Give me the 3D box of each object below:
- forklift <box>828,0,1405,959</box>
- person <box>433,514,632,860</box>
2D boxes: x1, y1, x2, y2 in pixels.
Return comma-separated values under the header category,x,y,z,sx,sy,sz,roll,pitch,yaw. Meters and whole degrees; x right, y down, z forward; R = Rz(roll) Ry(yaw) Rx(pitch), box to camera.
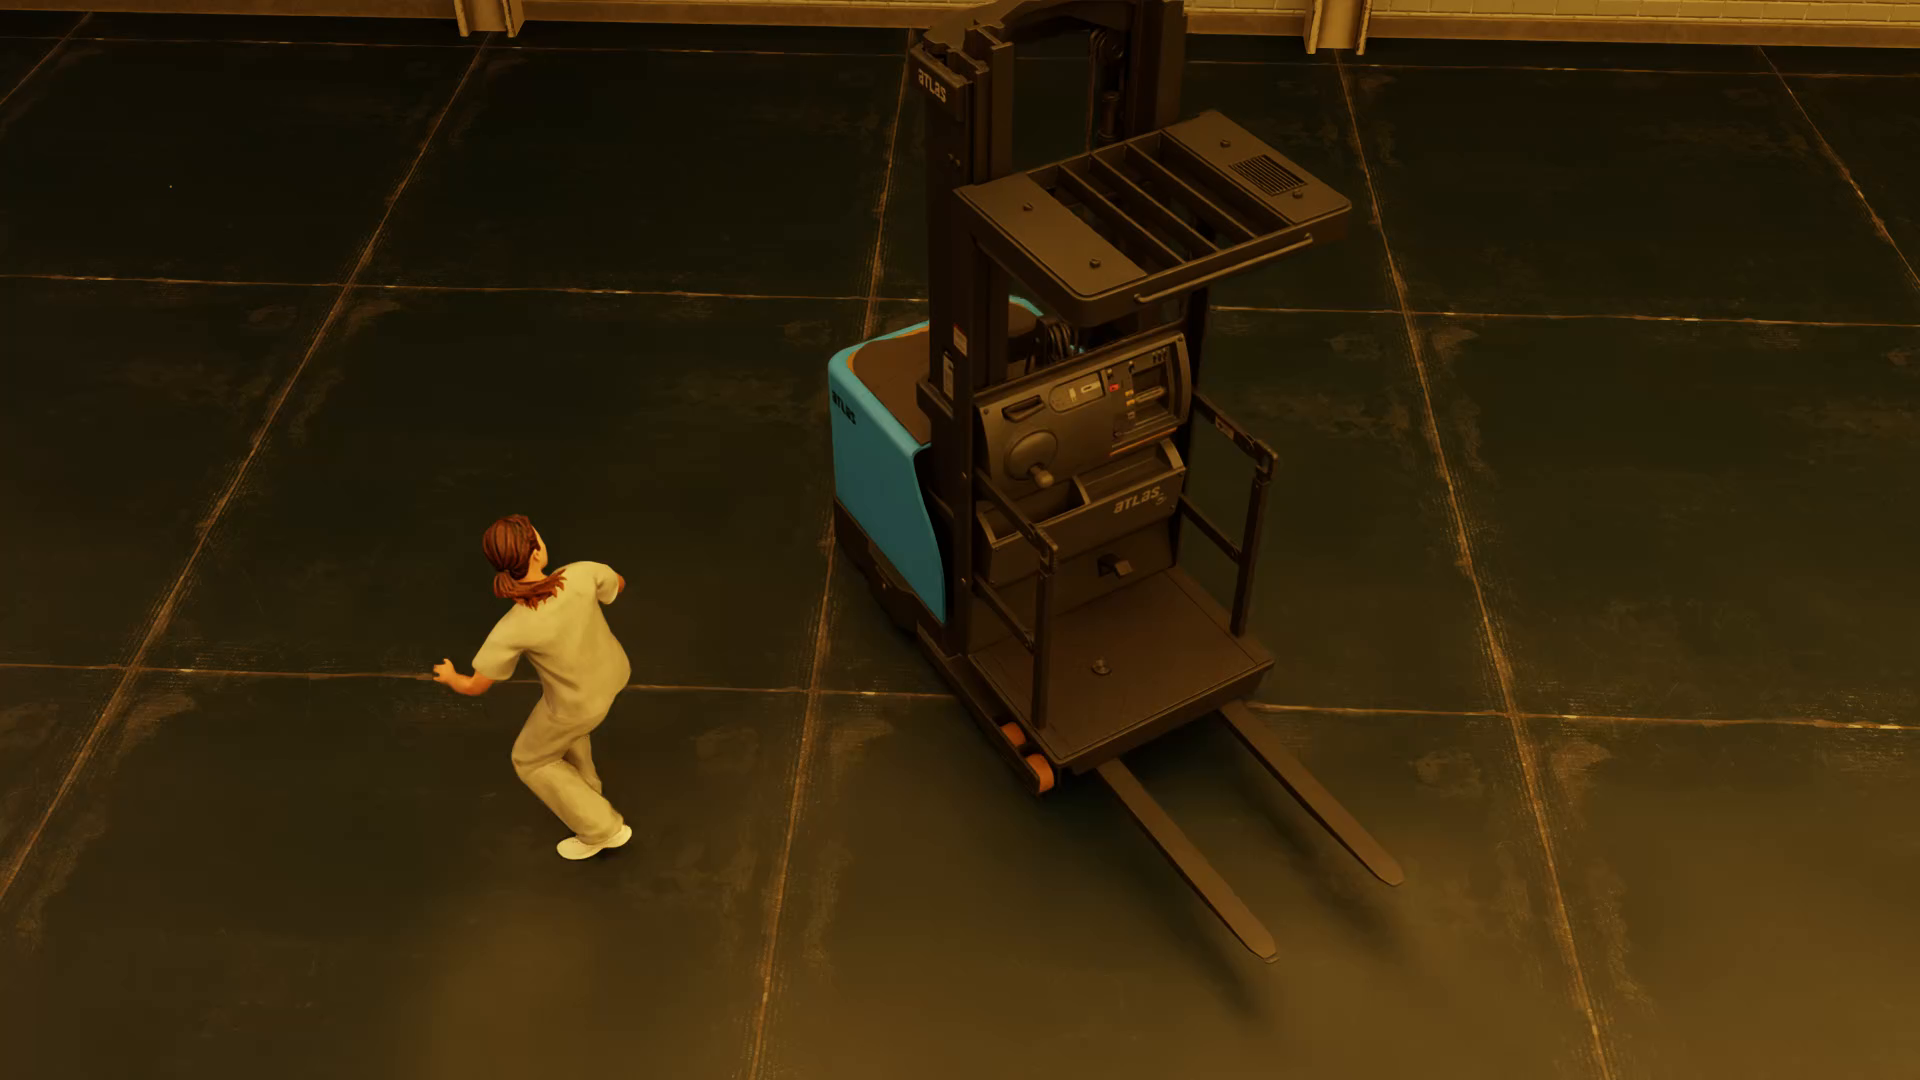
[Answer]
category,x,y,z,sx,sy,sz,roll,pitch,yaw
forklift,0.597,-0.410,6.192,1.130,2.935,3.031,-22,47,-22
person,-1.553,0.505,6.200,0.659,1.573,0.699,18,45,19
